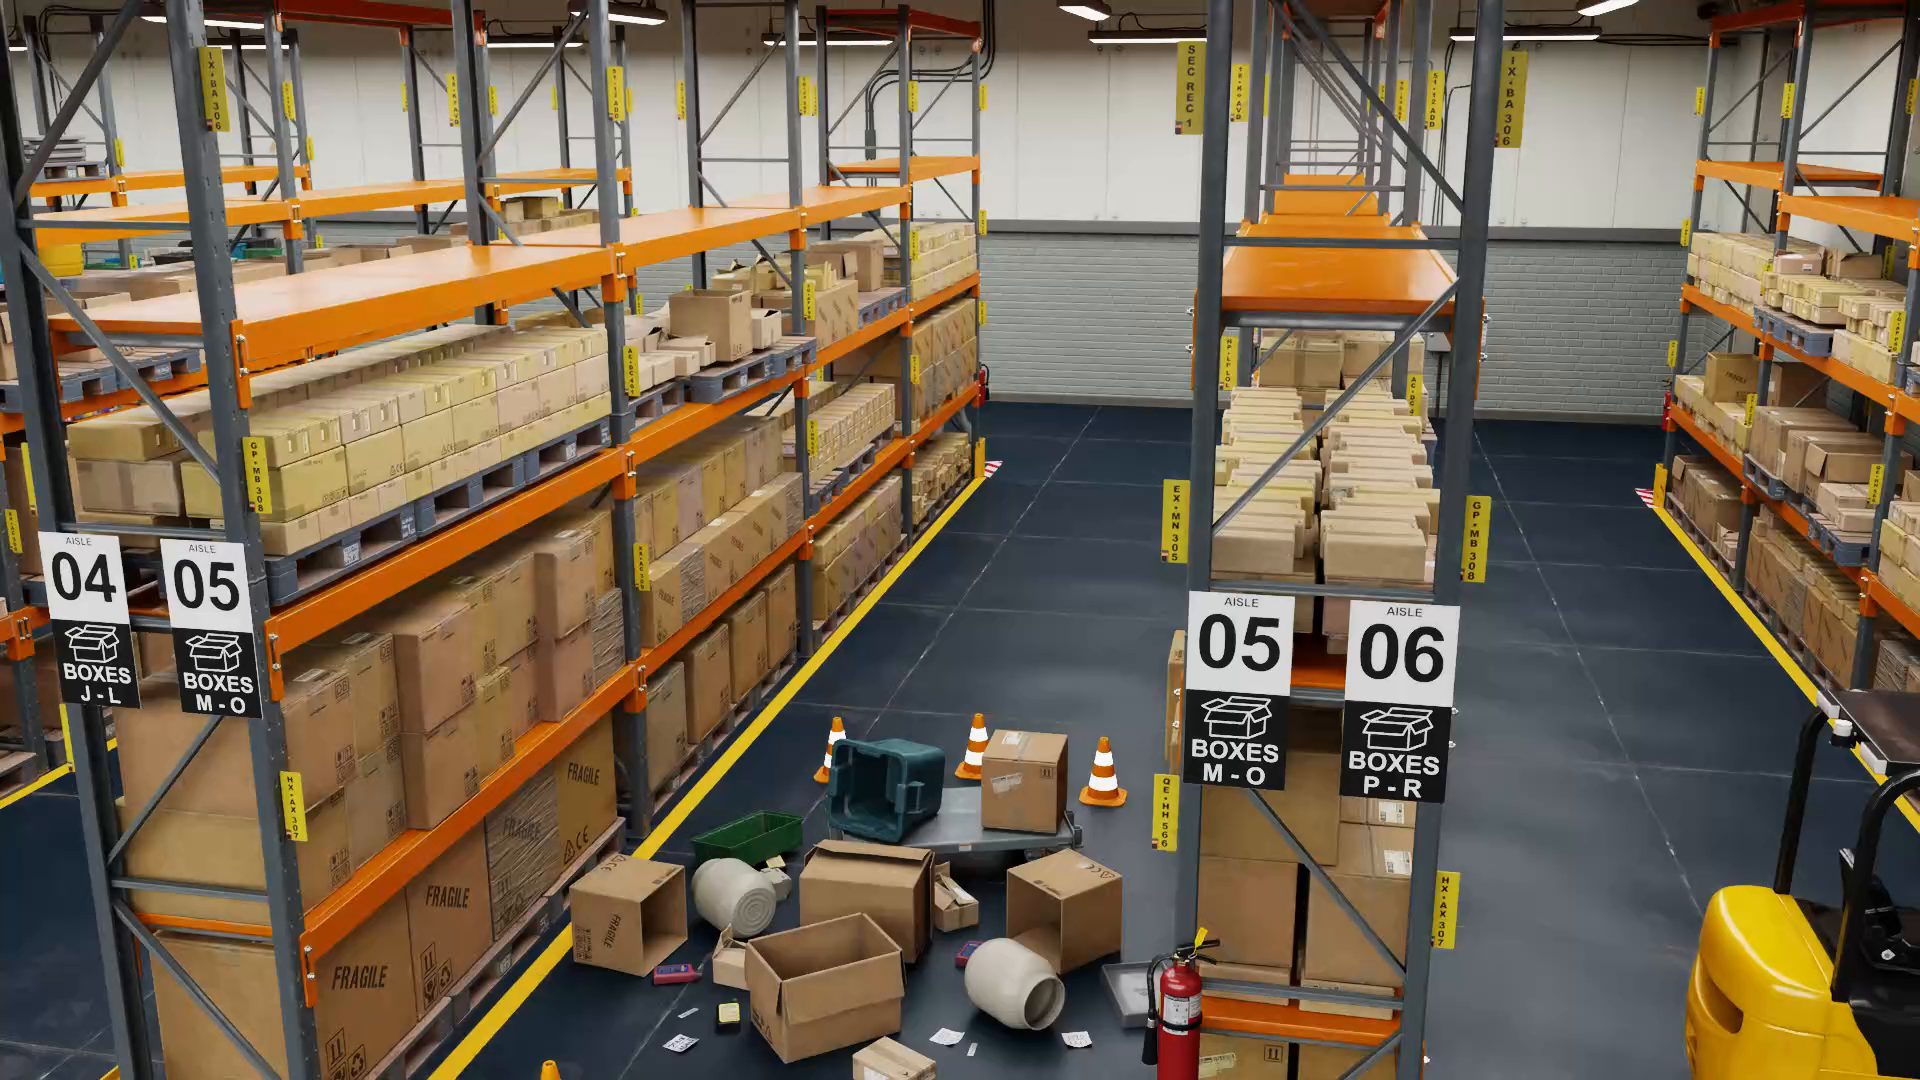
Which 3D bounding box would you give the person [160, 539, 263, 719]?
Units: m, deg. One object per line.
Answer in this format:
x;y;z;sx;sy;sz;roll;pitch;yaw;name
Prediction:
1.210;-1.469;17.270;5.811;2.357;21.904;3;15;12;person
